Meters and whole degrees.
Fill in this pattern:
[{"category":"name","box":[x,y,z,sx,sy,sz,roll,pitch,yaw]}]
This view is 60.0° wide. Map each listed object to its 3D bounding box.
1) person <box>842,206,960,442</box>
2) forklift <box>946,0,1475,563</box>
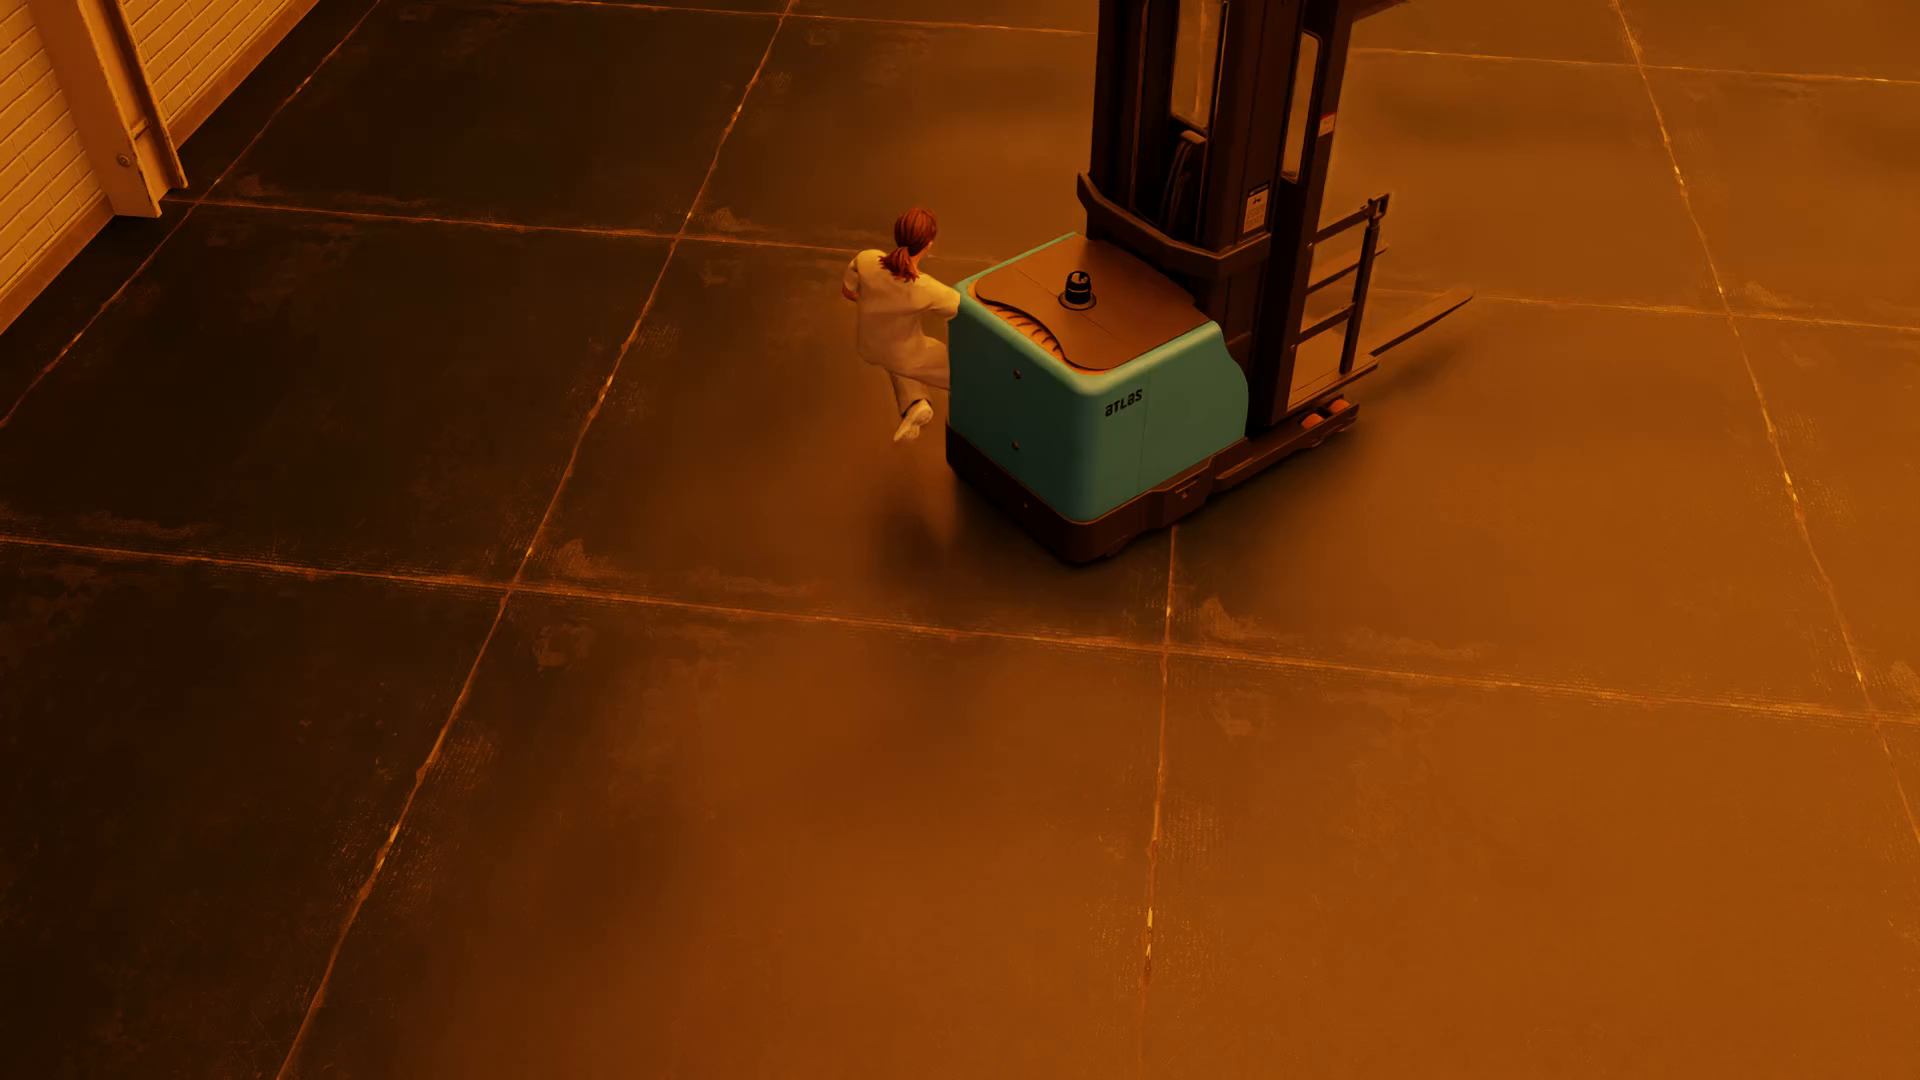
[{"category":"person","box":[-0.149,-0.978,7.831,0.719,1.518,0.697,19,46,20]},{"category":"forklift","box":[1.402,-1.804,7.688,3.031,2.935,1.130,-28,49,-27]}]
